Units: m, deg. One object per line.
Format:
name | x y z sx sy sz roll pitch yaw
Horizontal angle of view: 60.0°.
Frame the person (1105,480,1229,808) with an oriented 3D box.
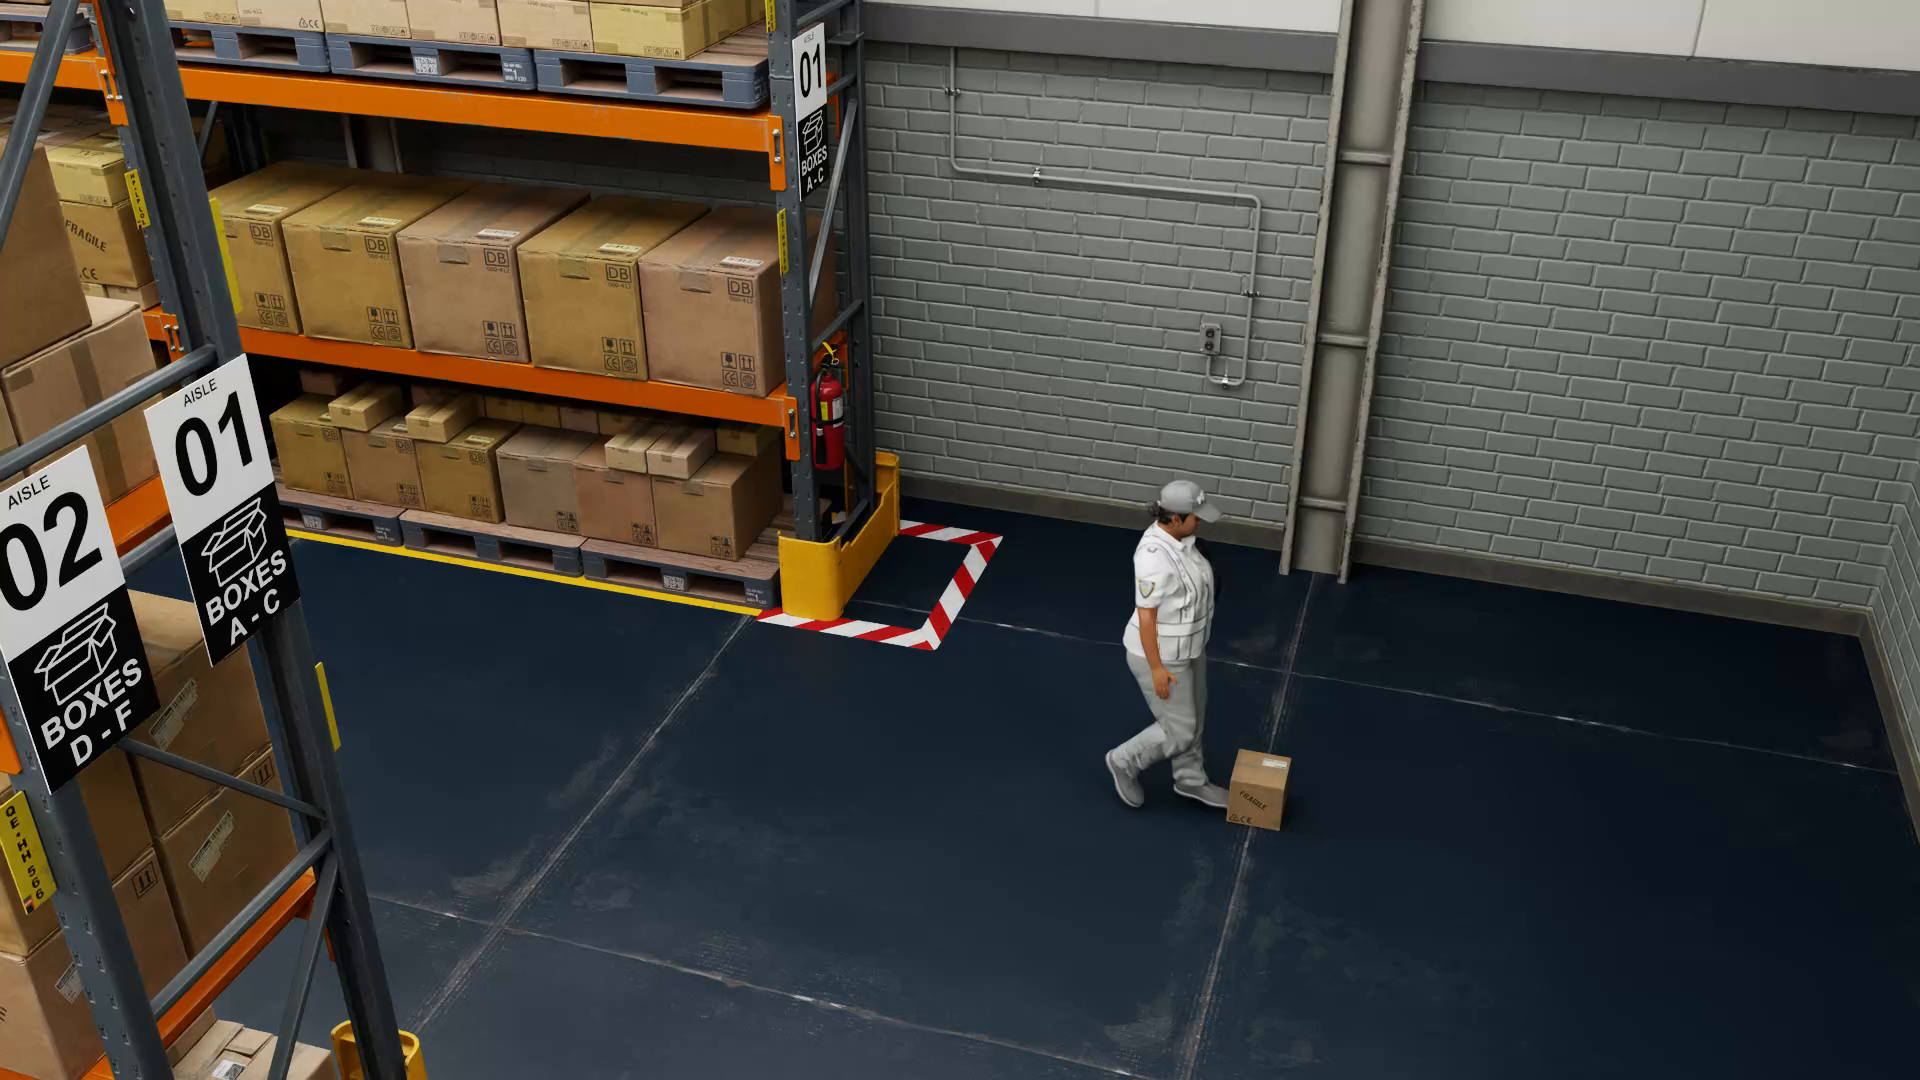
person | 1.014 0.507 7.591 0.602 1.653 0.533 13 32 22
